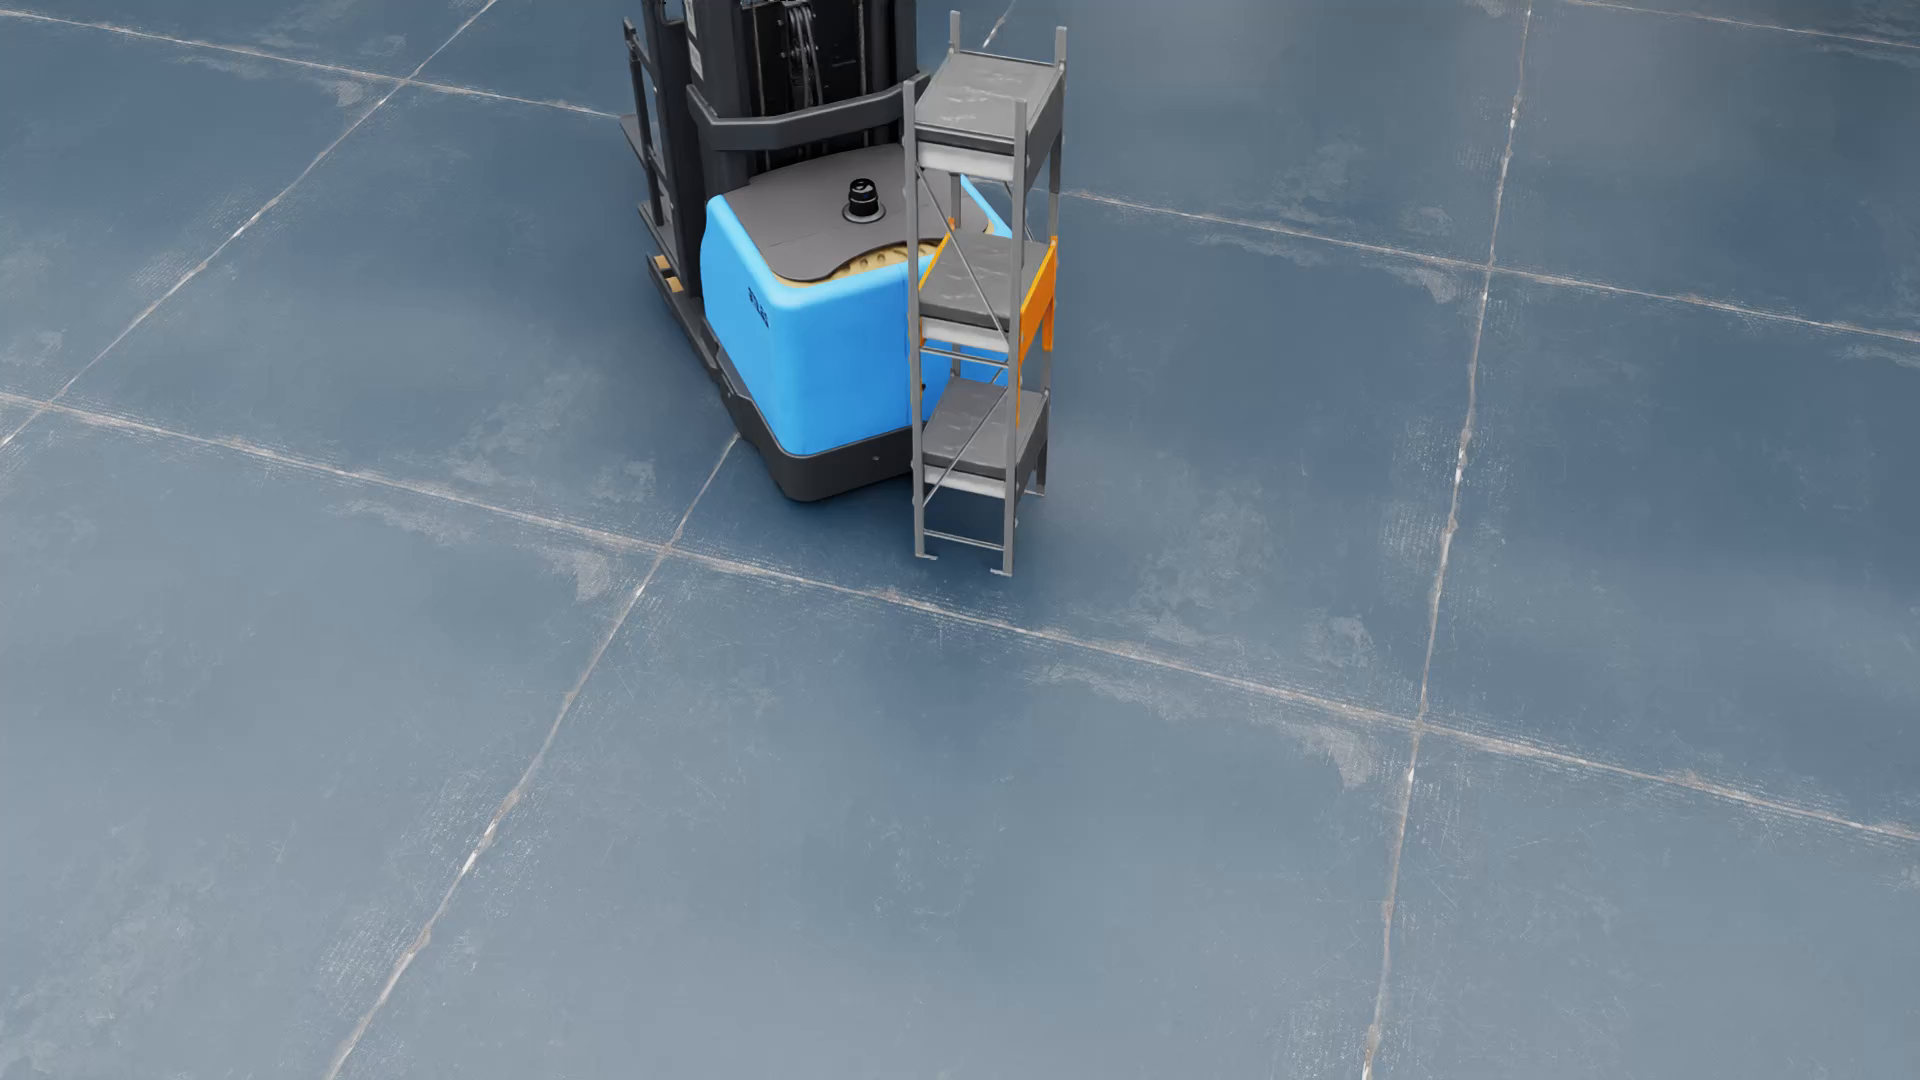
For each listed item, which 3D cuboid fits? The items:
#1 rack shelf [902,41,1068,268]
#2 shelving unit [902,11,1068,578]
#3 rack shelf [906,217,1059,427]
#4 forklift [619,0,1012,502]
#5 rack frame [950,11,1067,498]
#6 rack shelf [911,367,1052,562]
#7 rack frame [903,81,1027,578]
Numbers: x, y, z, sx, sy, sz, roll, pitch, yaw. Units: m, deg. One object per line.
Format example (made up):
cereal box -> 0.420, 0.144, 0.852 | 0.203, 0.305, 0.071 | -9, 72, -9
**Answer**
rack shelf -> 0.087, -1.299, 5.595 | 0.431, 0.518, 0.480 | 12, 46, 12
shelving unit -> 0.087, -0.809, 6.075 | 0.431, 2.100, 0.503 | 12, 46, 12
rack shelf -> 0.087, -0.799, 6.085 | 0.431, 0.518, 0.480 | 12, 46, 12
forklift -> -0.842, -2.243, 6.947 | 1.130, 2.935, 3.031 | -18, 47, -17
rack frame -> 0.160, -0.972, 6.242 | 0.400, 2.100, 0.015 | 12, 46, 12
rack shelf -> 0.087, -0.299, 6.574 | 0.431, 0.518, 0.480 | 12, 46, 12
rack frame -> 0.015, -0.646, 5.909 | 0.400, 2.100, 0.015 | 12, 46, 12
